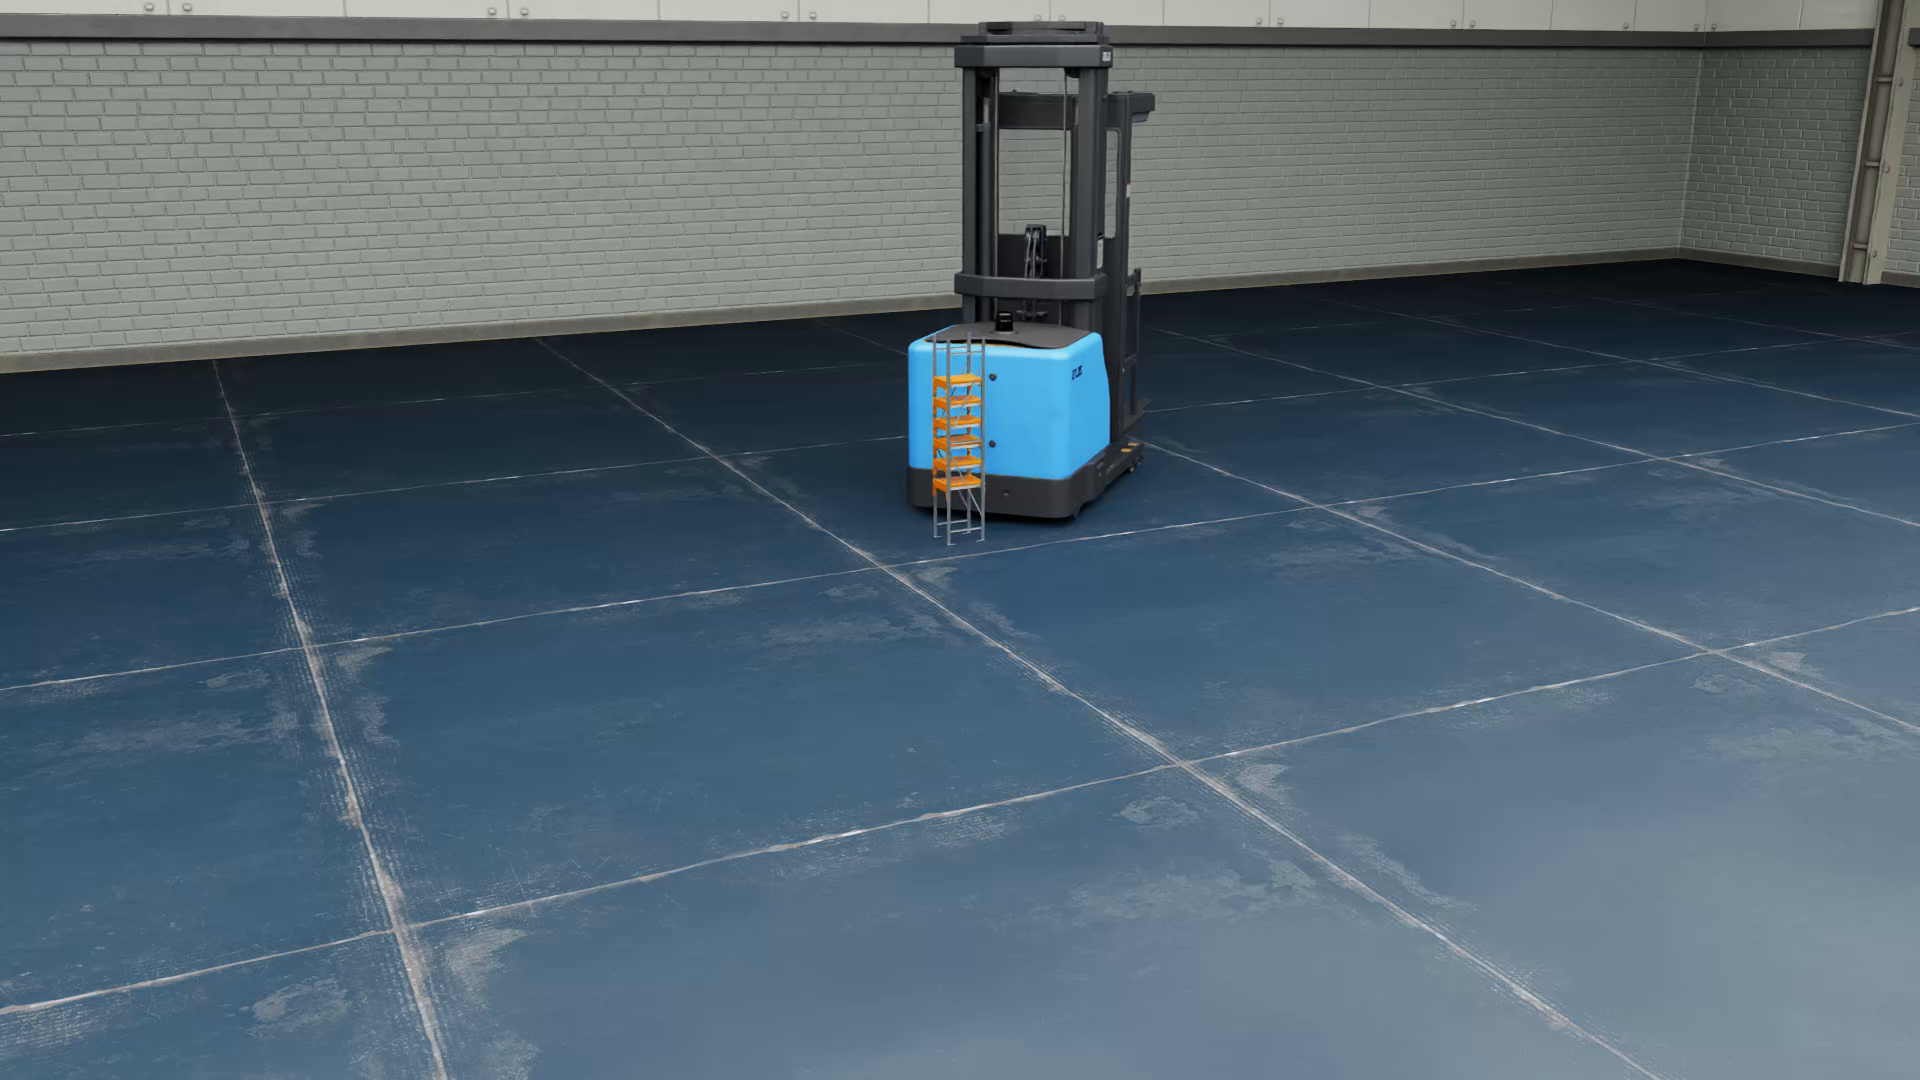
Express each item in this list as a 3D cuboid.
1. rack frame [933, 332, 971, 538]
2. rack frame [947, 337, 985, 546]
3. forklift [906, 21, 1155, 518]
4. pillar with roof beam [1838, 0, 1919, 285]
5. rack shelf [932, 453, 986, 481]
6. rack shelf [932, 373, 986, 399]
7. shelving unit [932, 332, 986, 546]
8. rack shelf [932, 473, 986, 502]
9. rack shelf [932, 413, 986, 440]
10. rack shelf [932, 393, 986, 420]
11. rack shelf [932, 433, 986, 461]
[{"bbox_3d":[-0.046,-0.603,9.677,0.240,1.200,0.006,-8,18,-25],"label":"rack frame"},{"bbox_3d":[0.034,-0.558,9.519,0.240,1.200,0.006,-8,18,-25],"label":"rack frame"},{"bbox_3d":[0.640,-1.902,11.063,1.130,2.935,3.031,6,17,19],"label":"forklift"},{"bbox_3d":[7.614,-7.097,18.168,9.100,9.000,0.400,-8,18,-25],"label":"pillar with roof beam"},{"bbox_3d":[-0.006,-0.422,9.643,0.258,0.103,0.180,-8,18,-25],"label":"rack shelf"},{"bbox_3d":[-0.006,-0.884,9.511,0.258,0.103,0.180,-8,18,-25],"label":"rack shelf"},{"bbox_3d":[-0.006,-0.580,9.598,0.258,1.200,0.189,-8,18,-25],"label":"shelving unit"},{"bbox_3d":[-0.006,-0.307,9.676,0.258,0.103,0.180,-8,18,-25],"label":"rack shelf"},{"bbox_3d":[-0.006,-0.653,9.577,0.258,0.103,0.180,-8,18,-25],"label":"rack shelf"},{"bbox_3d":[-0.006,-0.768,9.544,0.258,0.103,0.180,-8,18,-25],"label":"rack shelf"},{"bbox_3d":[-0.006,-0.538,9.610,0.258,0.103,0.180,-8,18,-25],"label":"rack shelf"}]
